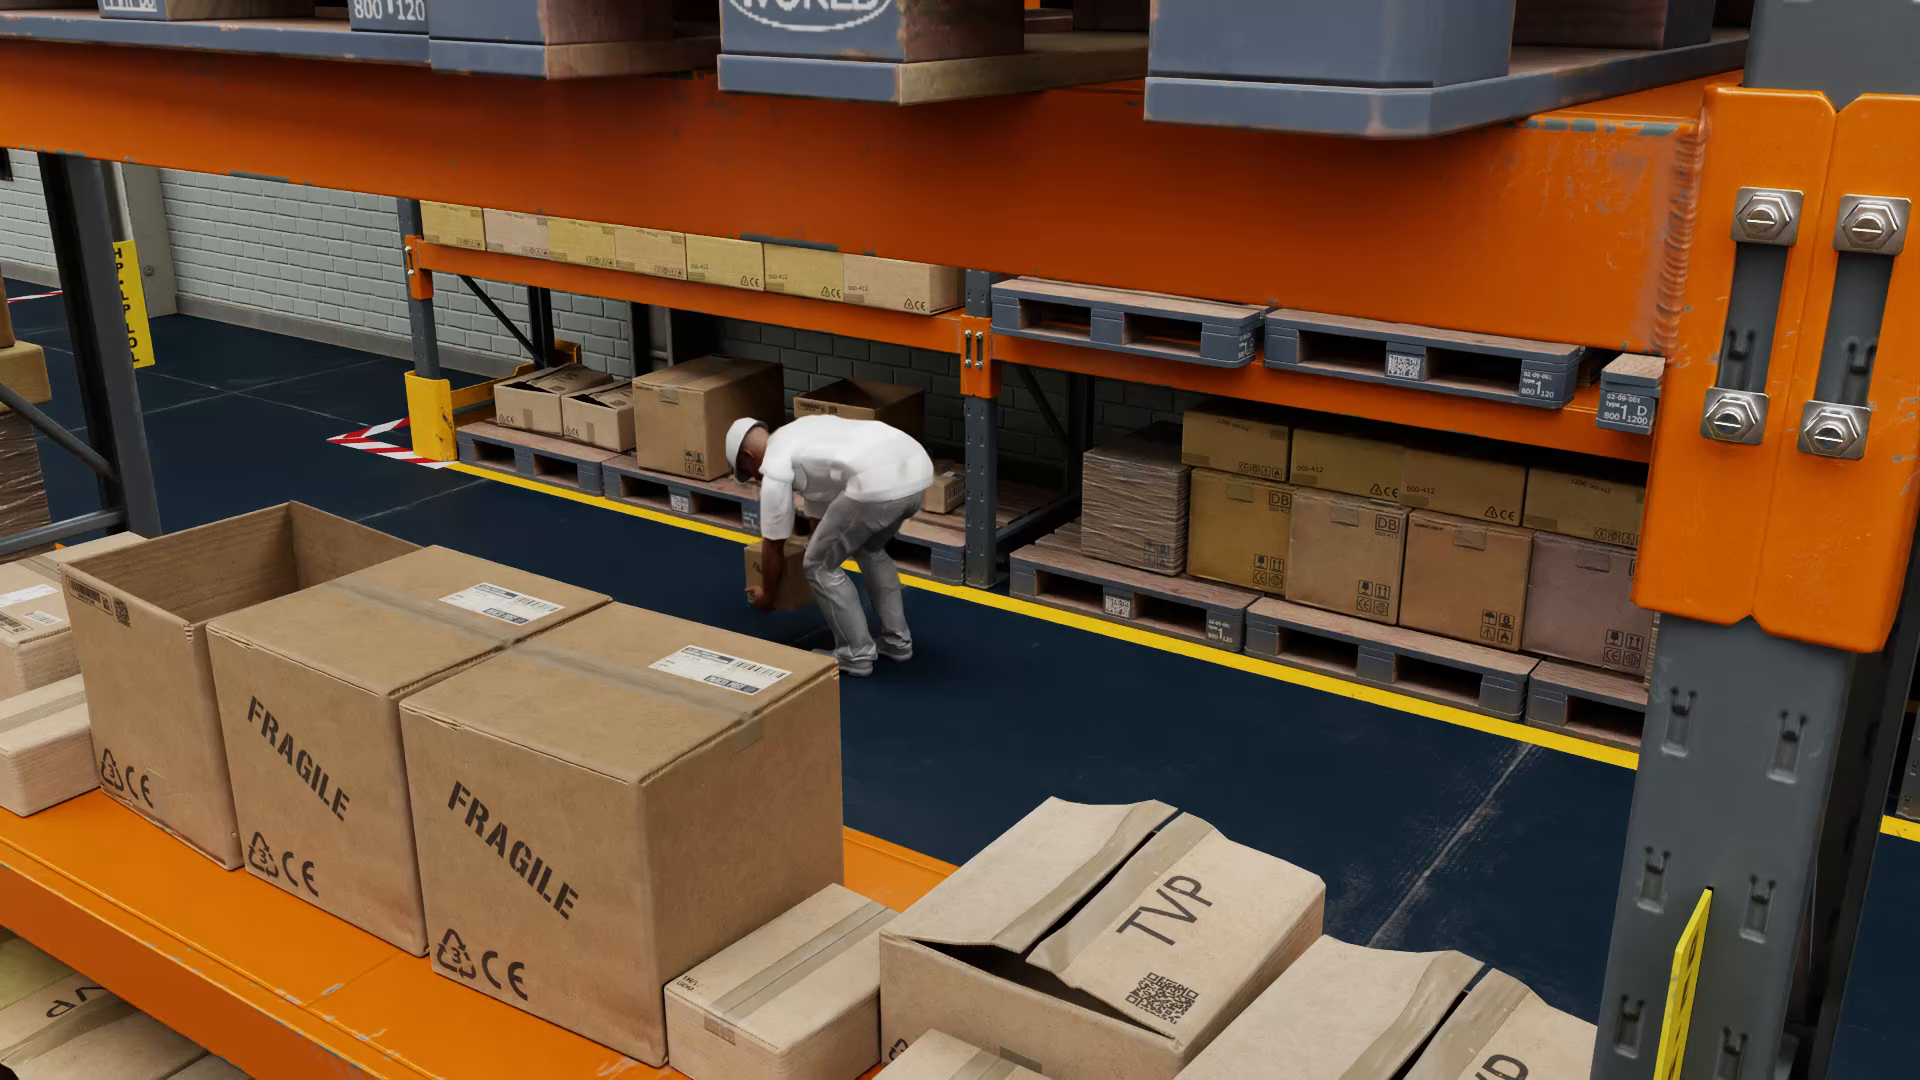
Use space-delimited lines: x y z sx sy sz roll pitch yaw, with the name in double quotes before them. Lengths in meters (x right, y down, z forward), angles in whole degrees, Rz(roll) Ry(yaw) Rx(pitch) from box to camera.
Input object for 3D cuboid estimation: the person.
"person" -0.587 -0.008 7.092 0.982 1.065 0.489 12 23 30
